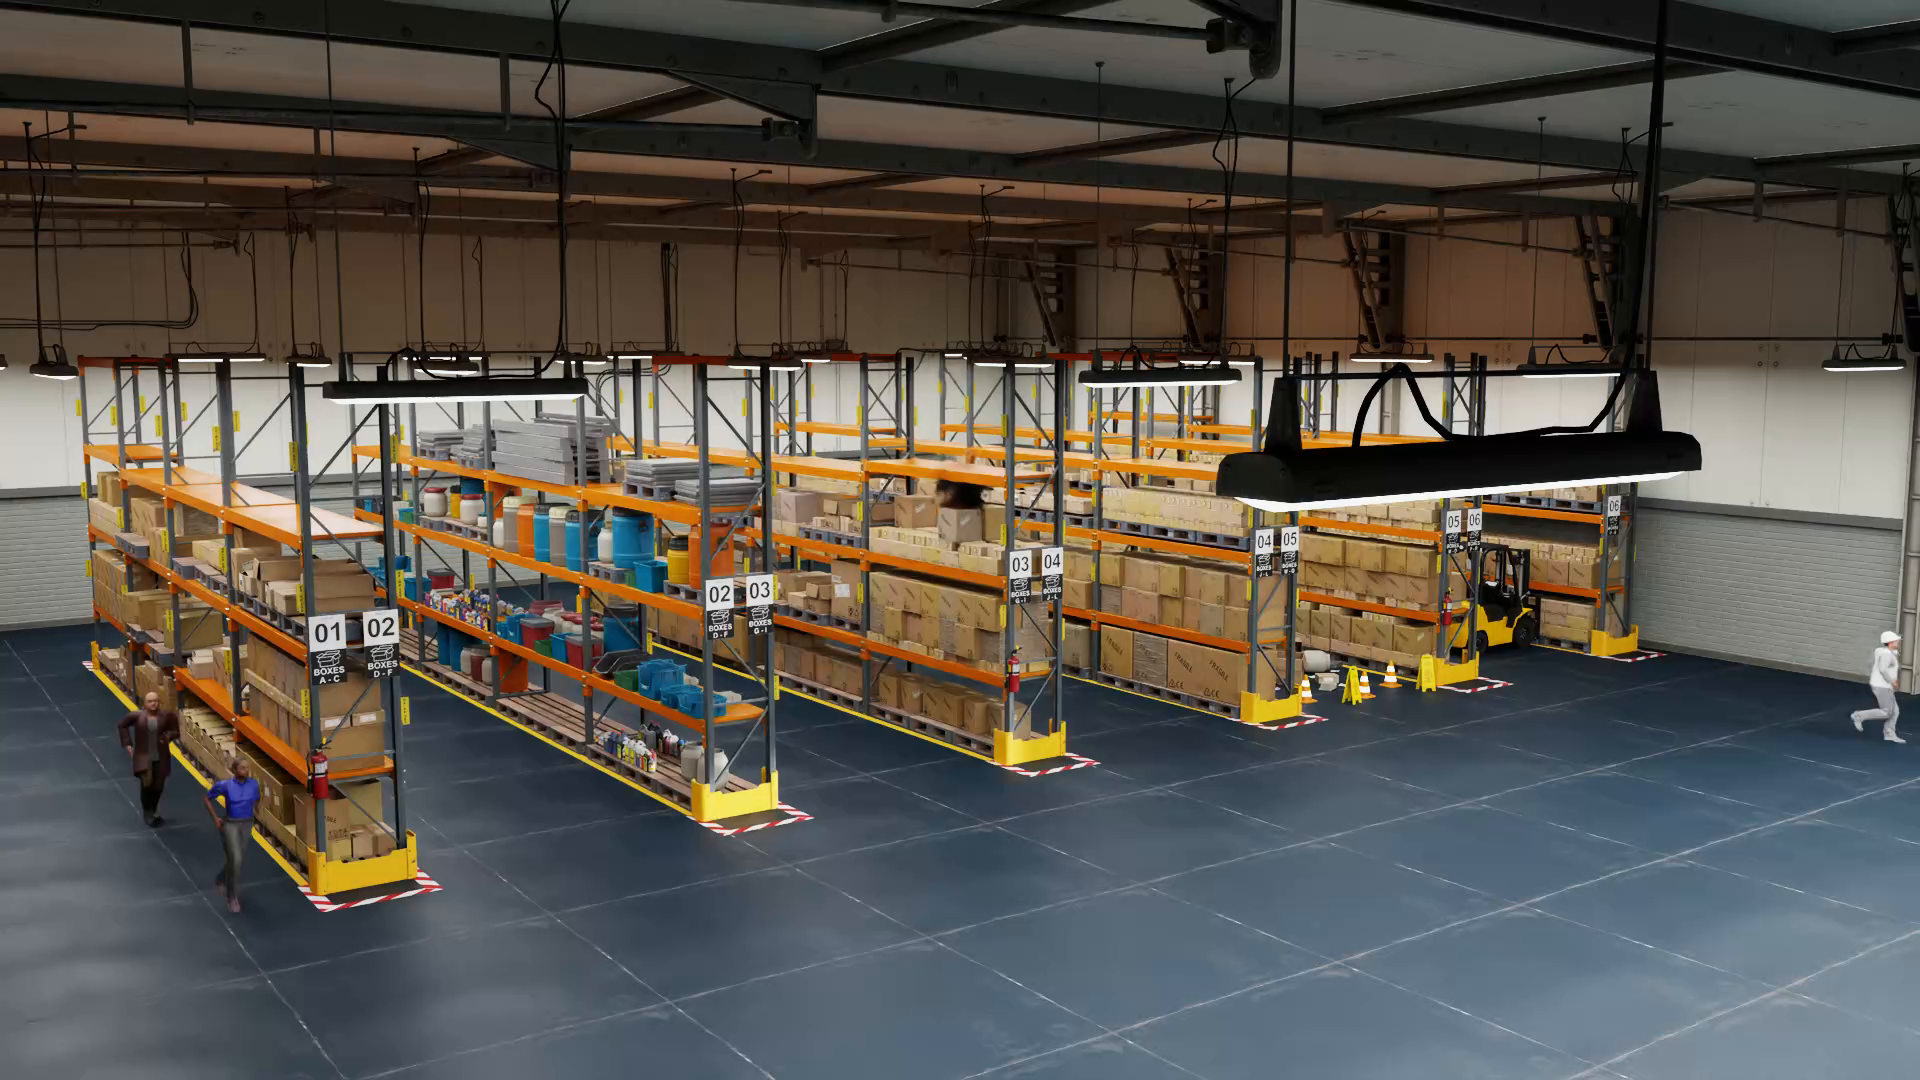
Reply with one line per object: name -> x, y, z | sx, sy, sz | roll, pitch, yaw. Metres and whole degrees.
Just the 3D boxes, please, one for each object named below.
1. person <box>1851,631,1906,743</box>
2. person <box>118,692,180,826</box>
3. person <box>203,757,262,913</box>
person -> 14.518, 2.304, 26.235 | 0.790, 1.757, 0.684 | 3, 7, 20
person -> -10.522, 2.844, 21.636 | 0.675, 1.763, 0.799 | -5, 8, -35
person -> -8.147, 3.279, 18.721 | 0.771, 1.702, 0.578 | 5, 8, 35
